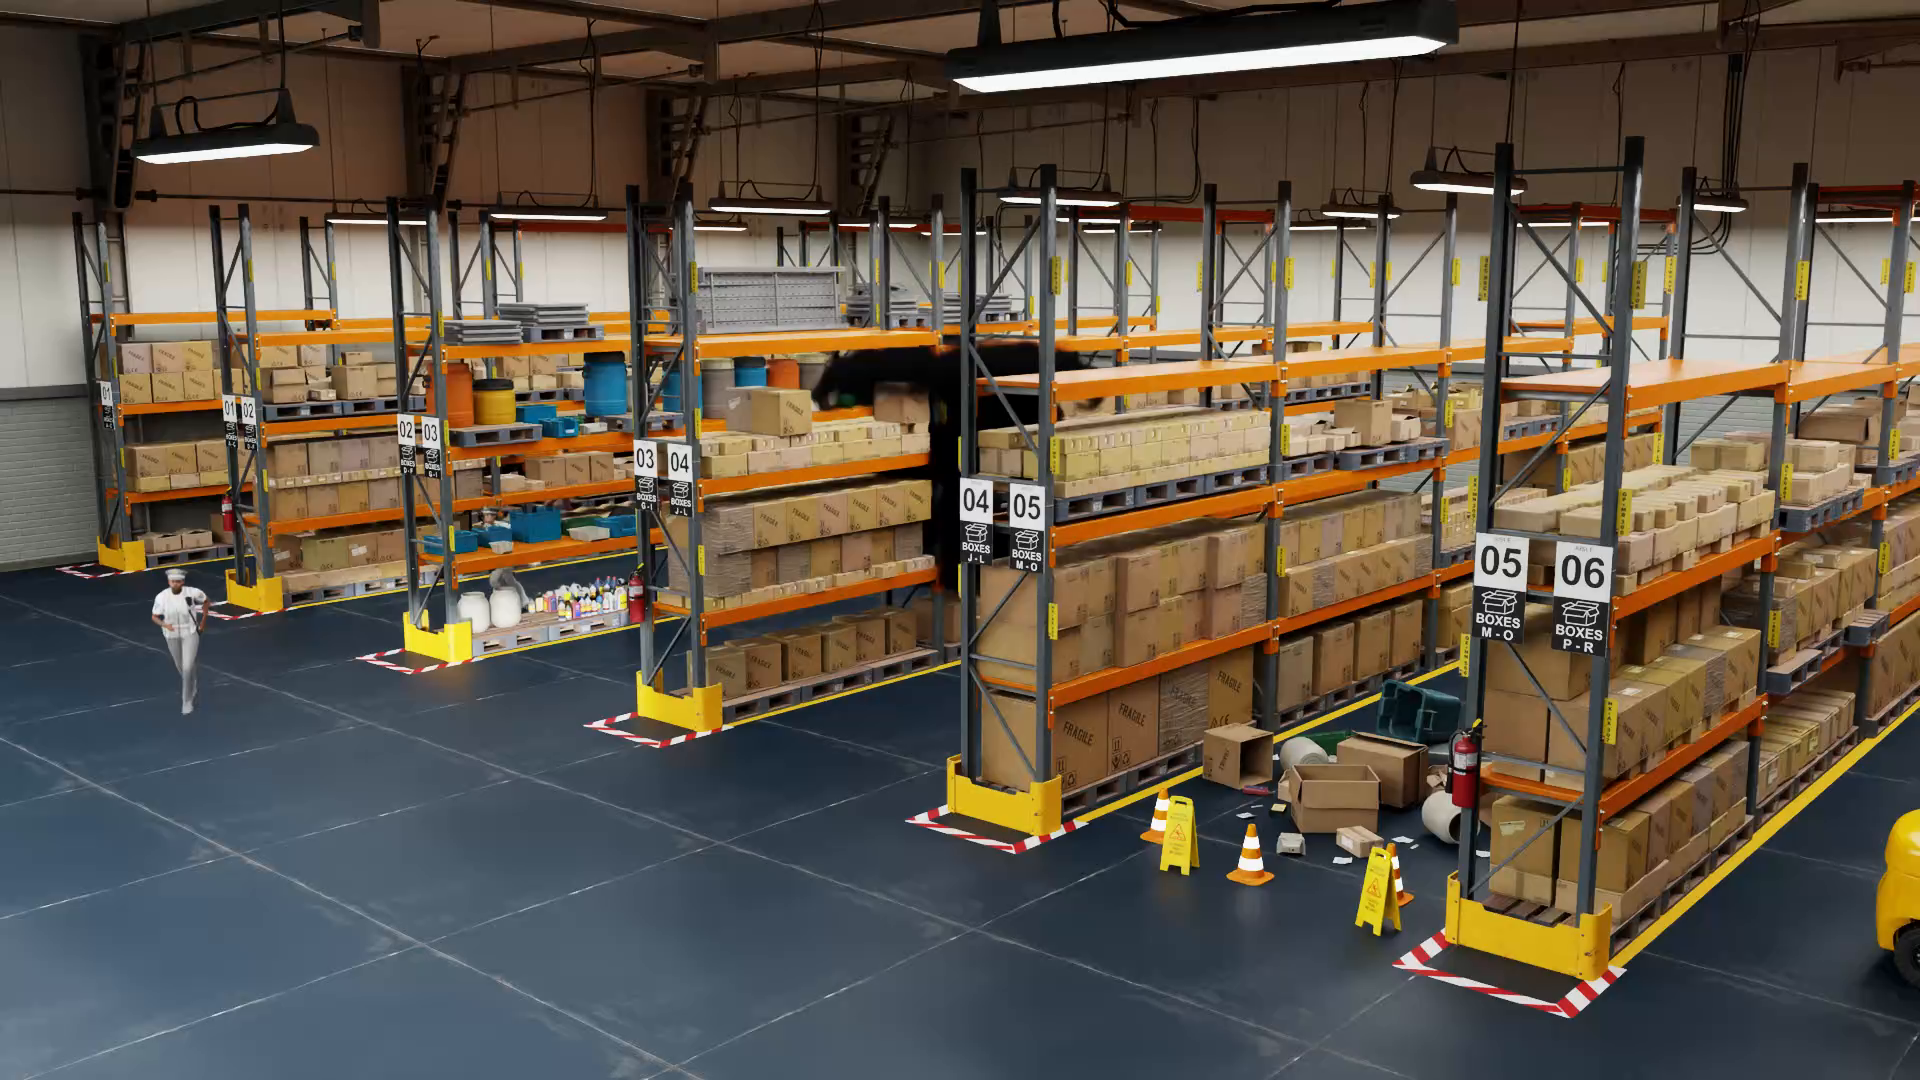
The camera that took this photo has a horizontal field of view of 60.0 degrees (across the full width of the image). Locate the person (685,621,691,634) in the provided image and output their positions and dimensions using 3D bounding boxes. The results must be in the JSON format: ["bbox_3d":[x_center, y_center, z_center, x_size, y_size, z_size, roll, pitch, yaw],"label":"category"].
[{"bbox_3d":[-3.553,0.349,23.029,0.659,1.803,0.823,6,11,31],"label":"person"}]

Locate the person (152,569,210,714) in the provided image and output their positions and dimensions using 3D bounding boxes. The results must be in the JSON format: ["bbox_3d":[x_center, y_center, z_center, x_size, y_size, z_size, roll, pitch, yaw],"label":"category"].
[{"bbox_3d":[-9.106,1.137,19.512,0.592,1.719,0.897,-3,10,-15],"label":"person"}]

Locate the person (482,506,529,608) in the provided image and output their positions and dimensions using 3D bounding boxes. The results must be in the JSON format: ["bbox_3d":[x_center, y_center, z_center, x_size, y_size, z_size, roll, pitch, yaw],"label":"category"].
[{"bbox_3d":[-6.764,0.281,24.560,0.528,1.638,0.937,8,12,39],"label":"person"}]

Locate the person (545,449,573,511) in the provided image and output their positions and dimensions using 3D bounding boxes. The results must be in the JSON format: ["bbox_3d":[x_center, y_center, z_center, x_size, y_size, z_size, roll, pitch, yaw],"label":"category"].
[{"bbox_3d":[-7.718,-0.988,32.143,0.570,1.689,0.676,6,11,31],"label":"person"}]
